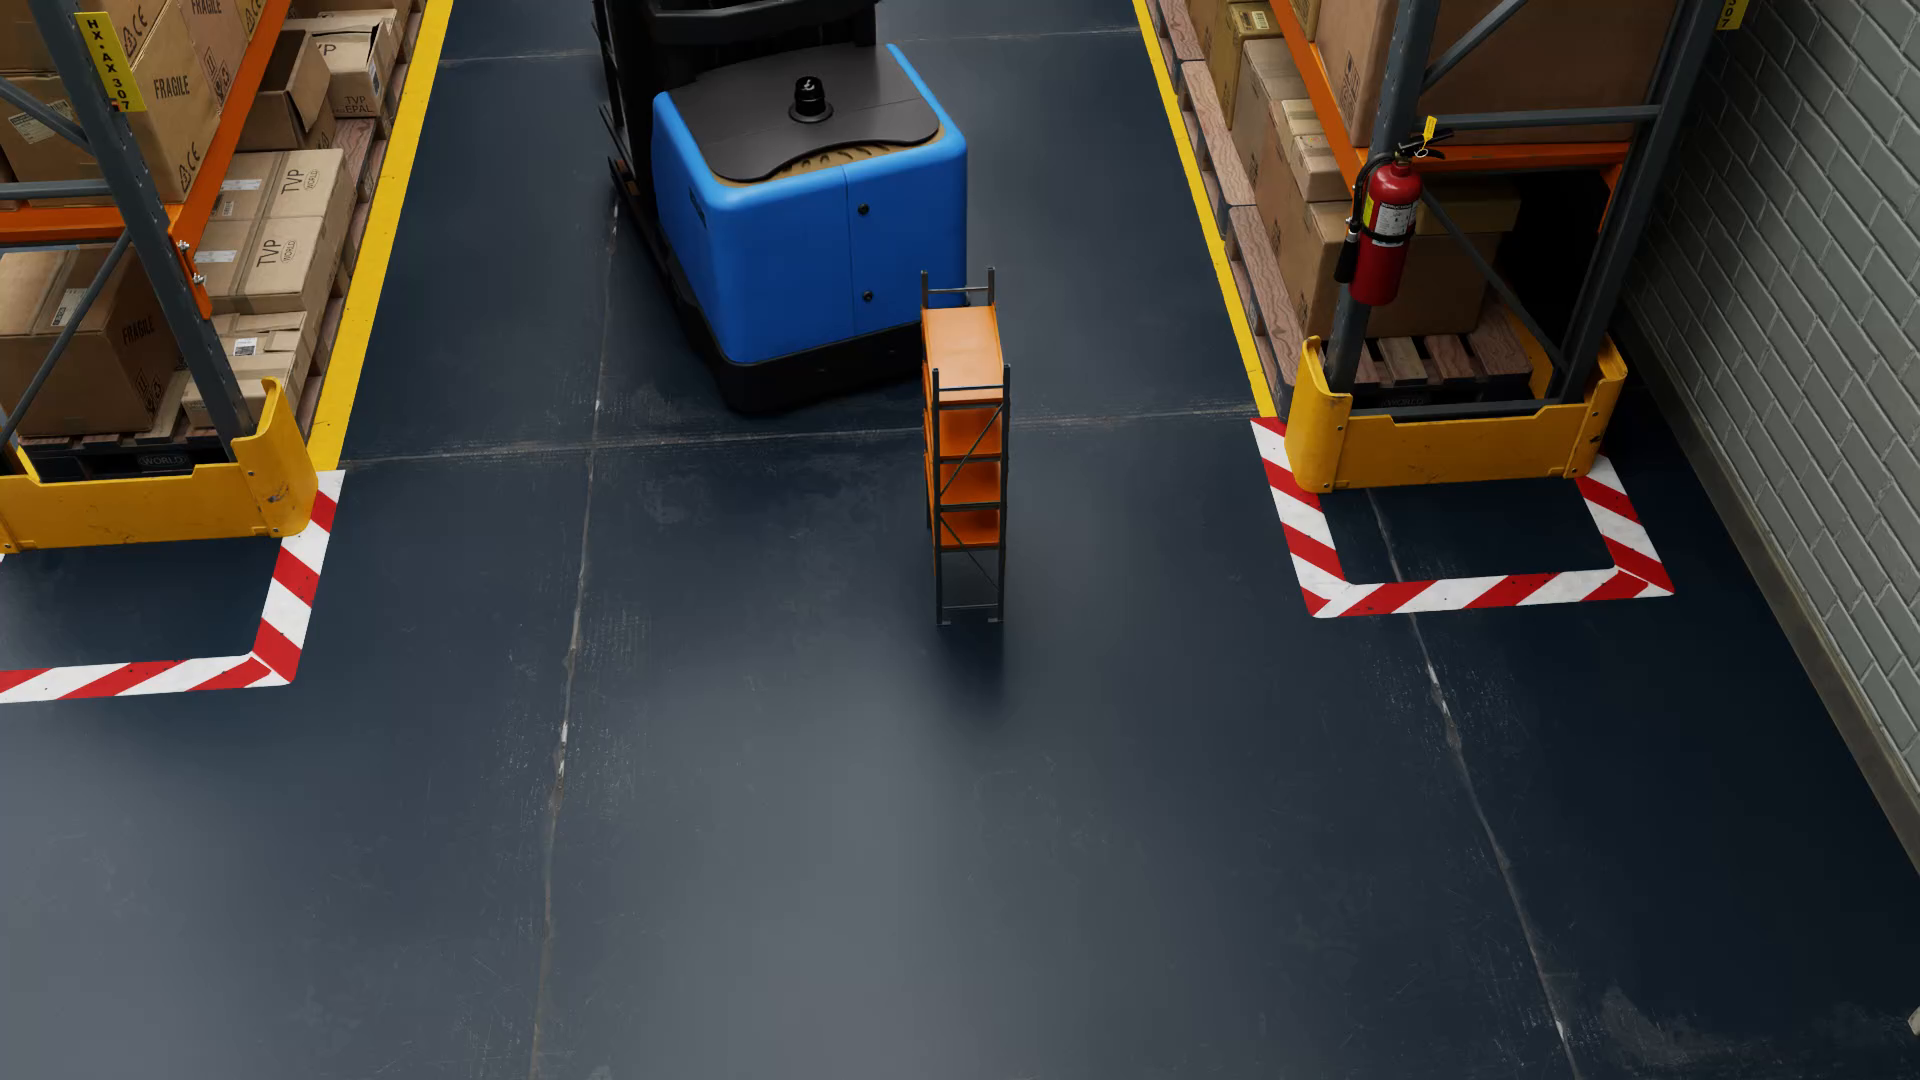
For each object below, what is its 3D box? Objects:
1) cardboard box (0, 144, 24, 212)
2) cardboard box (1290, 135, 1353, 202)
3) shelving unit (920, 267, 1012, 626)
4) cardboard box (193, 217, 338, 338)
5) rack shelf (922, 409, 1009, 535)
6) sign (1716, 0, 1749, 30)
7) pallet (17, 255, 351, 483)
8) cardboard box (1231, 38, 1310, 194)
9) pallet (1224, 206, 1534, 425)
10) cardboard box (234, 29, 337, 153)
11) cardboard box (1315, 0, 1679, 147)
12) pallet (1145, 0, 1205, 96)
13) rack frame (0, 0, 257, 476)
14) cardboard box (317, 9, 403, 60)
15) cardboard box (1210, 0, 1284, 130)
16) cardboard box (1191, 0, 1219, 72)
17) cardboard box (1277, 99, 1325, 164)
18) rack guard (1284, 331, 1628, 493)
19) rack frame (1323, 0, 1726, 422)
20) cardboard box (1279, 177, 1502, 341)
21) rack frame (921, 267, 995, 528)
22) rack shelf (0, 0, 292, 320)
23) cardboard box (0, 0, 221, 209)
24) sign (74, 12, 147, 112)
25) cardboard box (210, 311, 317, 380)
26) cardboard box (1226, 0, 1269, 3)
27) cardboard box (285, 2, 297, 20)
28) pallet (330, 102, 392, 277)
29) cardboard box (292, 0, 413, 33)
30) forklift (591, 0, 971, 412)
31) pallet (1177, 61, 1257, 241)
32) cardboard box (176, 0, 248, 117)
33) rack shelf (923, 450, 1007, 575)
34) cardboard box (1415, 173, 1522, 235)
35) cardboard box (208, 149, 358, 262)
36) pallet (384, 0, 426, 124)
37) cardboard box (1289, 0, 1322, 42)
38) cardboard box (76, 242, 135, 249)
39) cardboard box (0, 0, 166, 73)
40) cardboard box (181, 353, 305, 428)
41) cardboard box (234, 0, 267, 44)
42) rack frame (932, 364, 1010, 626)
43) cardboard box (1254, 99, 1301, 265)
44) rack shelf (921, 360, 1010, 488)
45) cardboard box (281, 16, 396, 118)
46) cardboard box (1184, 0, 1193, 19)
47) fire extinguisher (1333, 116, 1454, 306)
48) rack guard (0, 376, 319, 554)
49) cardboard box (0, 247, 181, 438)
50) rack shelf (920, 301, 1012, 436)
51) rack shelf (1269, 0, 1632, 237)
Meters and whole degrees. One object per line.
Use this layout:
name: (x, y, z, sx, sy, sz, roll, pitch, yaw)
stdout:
cardboard box: (-3.367, -1.423, 5.463, 0.500, 0.500, 0.500, -2, 47, -2)
cardboard box: (1.528, -1.475, 6.567, 0.380, 0.149, 0.250, -4, 47, -4)
shelving unit: (0.014, -0.293, 5.701, 0.258, 1.200, 0.503, -3, 47, -3)
cardboard box: (-2.863, -1.059, 6.778, 0.500, 0.250, 0.500, -3, 47, -3)
rack shelf: (0.014, -0.247, 5.750, 0.258, 0.148, 0.480, -3, 47, -3)
sign: (2.432, -1.739, 5.180, 0.100, 0.325, 0.005, -3, 47, -3)
pallet: (-3.132, -0.754, 6.819, 1.003, 0.211, 1.213, -3, 47, -3)
cardboard box: (1.635, -1.896, 7.412, 0.700, 0.500, 0.500, -5, 47, -5)
pallet: (1.733, -1.000, 7.052, 1.003, 0.211, 1.213, -3, 47, -3)
cardboard box: (-3.230, -1.909, 7.408, 0.797, 0.503, 0.637, -3, 47, -3)
cardboard box: (1.825, -1.856, 5.736, 0.980, 0.700, 0.700, -2, 47, -1)
pallet: (1.529, -2.765, 8.723, 1.003, 0.211, 1.213, -3, 47, -3)
rack frame: (-3.058, -1.081, 5.208, 1.000, 3.000, 0.127, -3, 47, -3)
cardboard box: (-2.971, -2.484, 8.197, 0.380, 0.149, 0.250, -3, 47, -3)
cardboard box: (1.583, -2.281, 7.777, 0.700, 0.500, 0.500, -3, 47, -2)
cardboard box: (1.542, -2.653, 8.129, 0.700, 0.500, 0.500, -4, 47, -4)
cardboard box: (1.505, -1.660, 6.742, 0.380, 0.149, 0.250, -2, 47, -2)
rack guard: (1.880, -0.508, 6.387, 1.175, 0.500, 0.348, -3, 47, -3)
rack frame: (1.878, -1.385, 5.496, 1.000, 3.000, 0.127, -3, 47, -3)
cardboard box: (1.720, -1.170, 6.725, 0.700, 0.500, 0.500, -3, 47, -3)
rack frame: (-0.007, -0.469, 5.868, 0.240, 1.200, 0.015, -3, 47, -3)
rack shelf: (-3.225, -2.281, 6.840, 1.077, 0.370, 4.000, -3, 47, -3)
cardboard box: (-2.832, -1.453, 5.491, 0.500, 0.500, 0.500, -3, 47, -2)
sign: (-2.517, -1.412, 4.925, 0.100, 0.325, 0.005, -3, 47, -3)
cardboard box: (-2.771, -0.763, 6.555, 0.380, 0.166, 0.250, -3, 47, -3)
cardboard box: (1.394, -2.603, 7.635, 0.380, 0.149, 0.250, -5, 47, -4)
cardboard box: (-3.573, -2.885, 8.465, 0.500, 0.311, 0.500, -3, 47, -3)
pallet: (-3.231, -1.635, 7.653, 1.003, 0.211, 1.213, -3, 47, -3)
cardboard box: (-3.062, -2.872, 8.323, 0.500, 0.500, 0.500, -3, 47, -3)
forklift: (-0.987, -2.607, 6.701, 1.130, 2.935, 3.031, -17, 49, -15)
pallet: (1.634, -1.880, 7.886, 1.003, 0.211, 1.213, -3, 47, -3)
cardboard box: (-2.881, -1.826, 5.844, 0.500, 0.500, 0.500, -4, 47, -4)
rack shelf: (0.014, -0.110, 5.894, 0.258, 0.148, 0.480, -3, 47, -3)
cardboard box: (1.930, -1.315, 6.415, 0.380, 0.149, 0.250, -3, 47, -3)
cardboard box: (-2.904, -1.421, 7.121, 0.500, 0.250, 0.500, -3, 47, -3)
pallet: (-3.336, -2.519, 8.491, 1.003, 0.211, 1.213, -3, 47, -3)
cardboard box: (1.753, -2.382, 6.234, 0.980, 0.700, 0.700, -4, 47, -4)
cardboard box: (-3.398, -1.355, 7.058, 0.500, 0.250, 0.500, -3, 47, -3)
cardboard box: (-2.832, -1.796, 5.128, 0.500, 0.500, 0.500, -2, 47, -2)
cardboard box: (-2.750, -0.576, 6.390, 0.380, 0.149, 0.250, -3, 47, -3)
cardboard box: (-2.920, -2.189, 6.188, 0.500, 0.500, 0.500, -4, 47, -3)
rack frame: (0.034, -0.116, 5.534, 0.240, 1.200, 0.015, -3, 47, -3)
cardboard box: (1.678, -1.532, 7.068, 0.700, 0.500, 0.500, -4, 47, -3)
rack shelf: (0.014, -0.400, 5.587, 0.258, 0.148, 0.480, -3, 47, -3)
cardboard box: (-3.000, -2.264, 7.877, 0.500, 0.311, 0.500, -3, 47, -3)
cardboard box: (1.504, -3.017, 8.473, 0.700, 0.500, 0.500, -3, 47, -3)
fire extinguisher: (1.431, -1.093, 5.529, 0.296, 0.674, 0.183, -3, 47, -3)
rack guard: (-3.064, -0.277, 6.168, 1.175, 0.500, 0.348, -3, 47, -3)
cardboard box: (-3.349, -0.751, 6.314, 0.500, 0.500, 0.500, -3, 47, -3)
rack shelf: (0.014, -0.563, 5.416, 0.258, 0.148, 0.480, -3, 47, -3)
rack shelf: (1.711, -2.585, 7.127, 1.077, 0.370, 4.000, -3, 47, -3)
